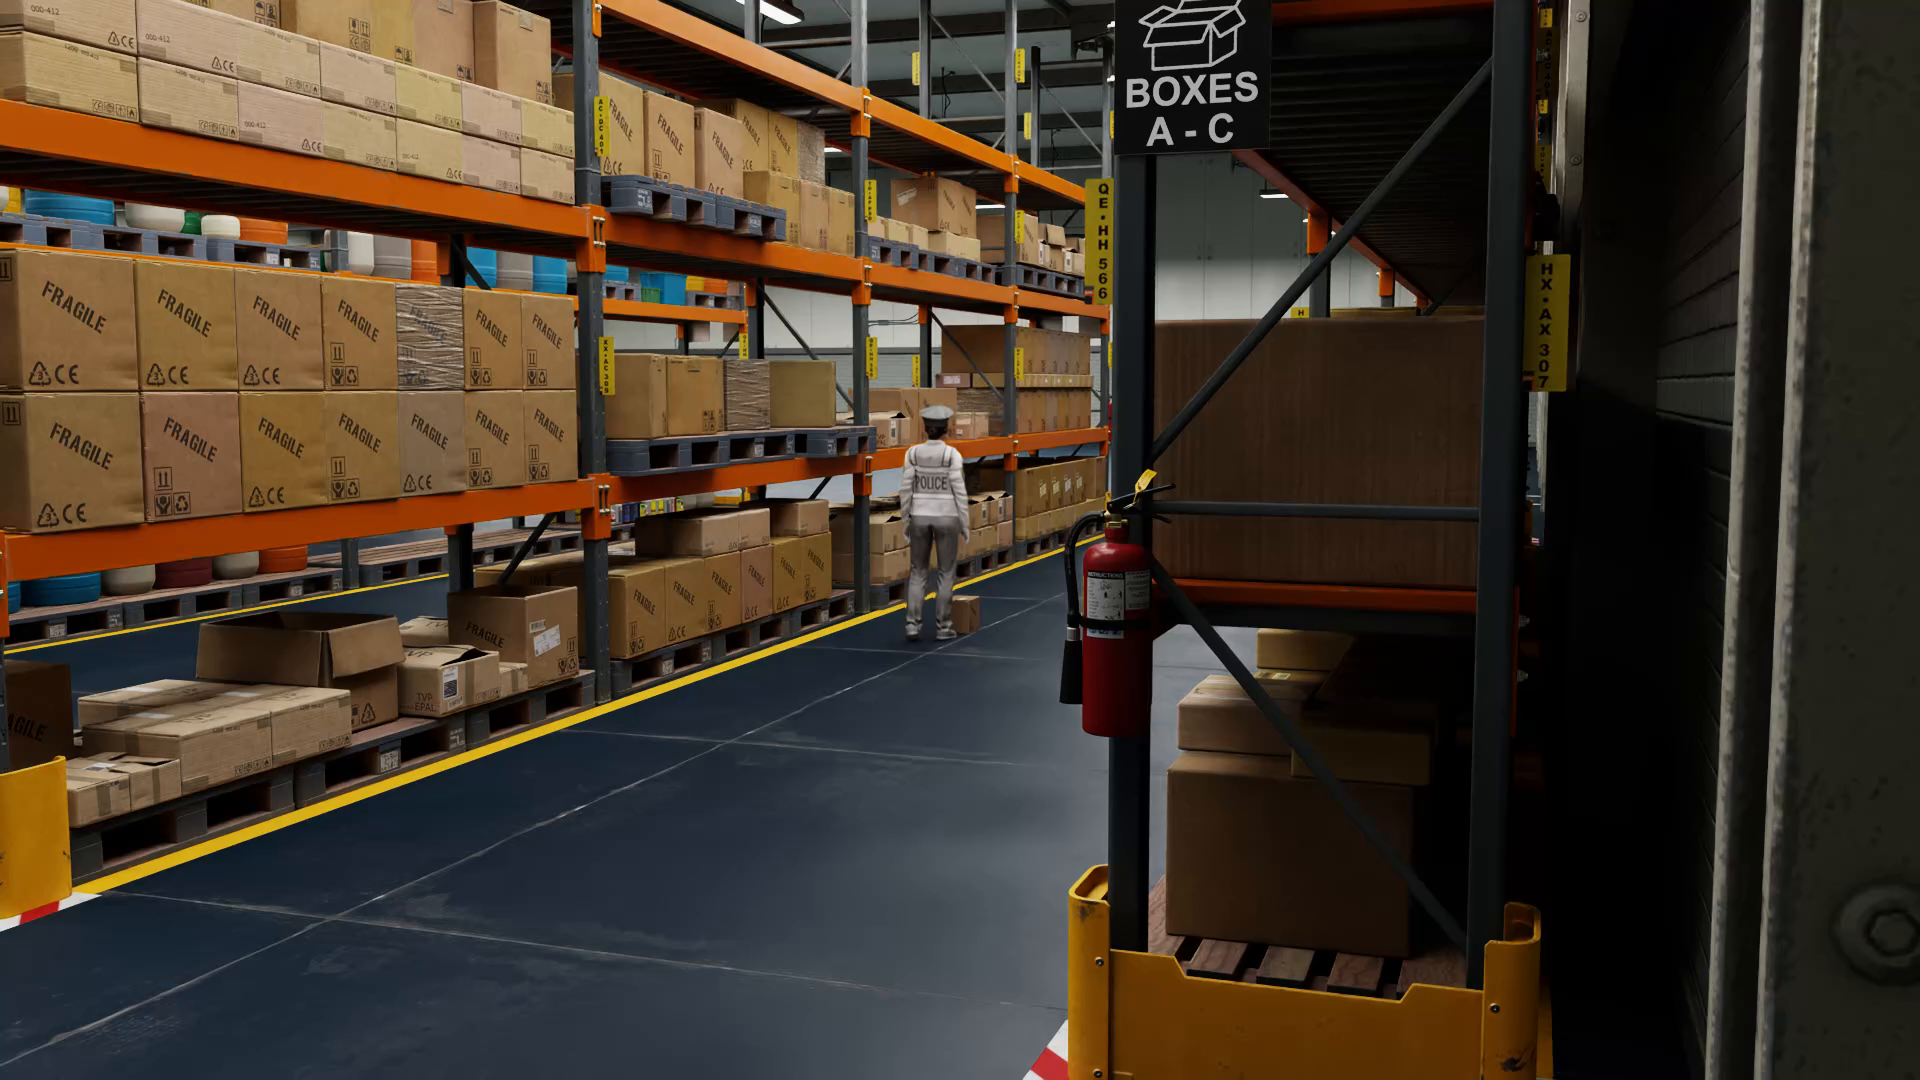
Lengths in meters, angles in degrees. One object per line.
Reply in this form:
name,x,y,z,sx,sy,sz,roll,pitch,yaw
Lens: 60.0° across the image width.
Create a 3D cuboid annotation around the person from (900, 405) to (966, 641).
person,-0.184,-0.107,11.891,0.485,1.711,0.346,2,6,20
